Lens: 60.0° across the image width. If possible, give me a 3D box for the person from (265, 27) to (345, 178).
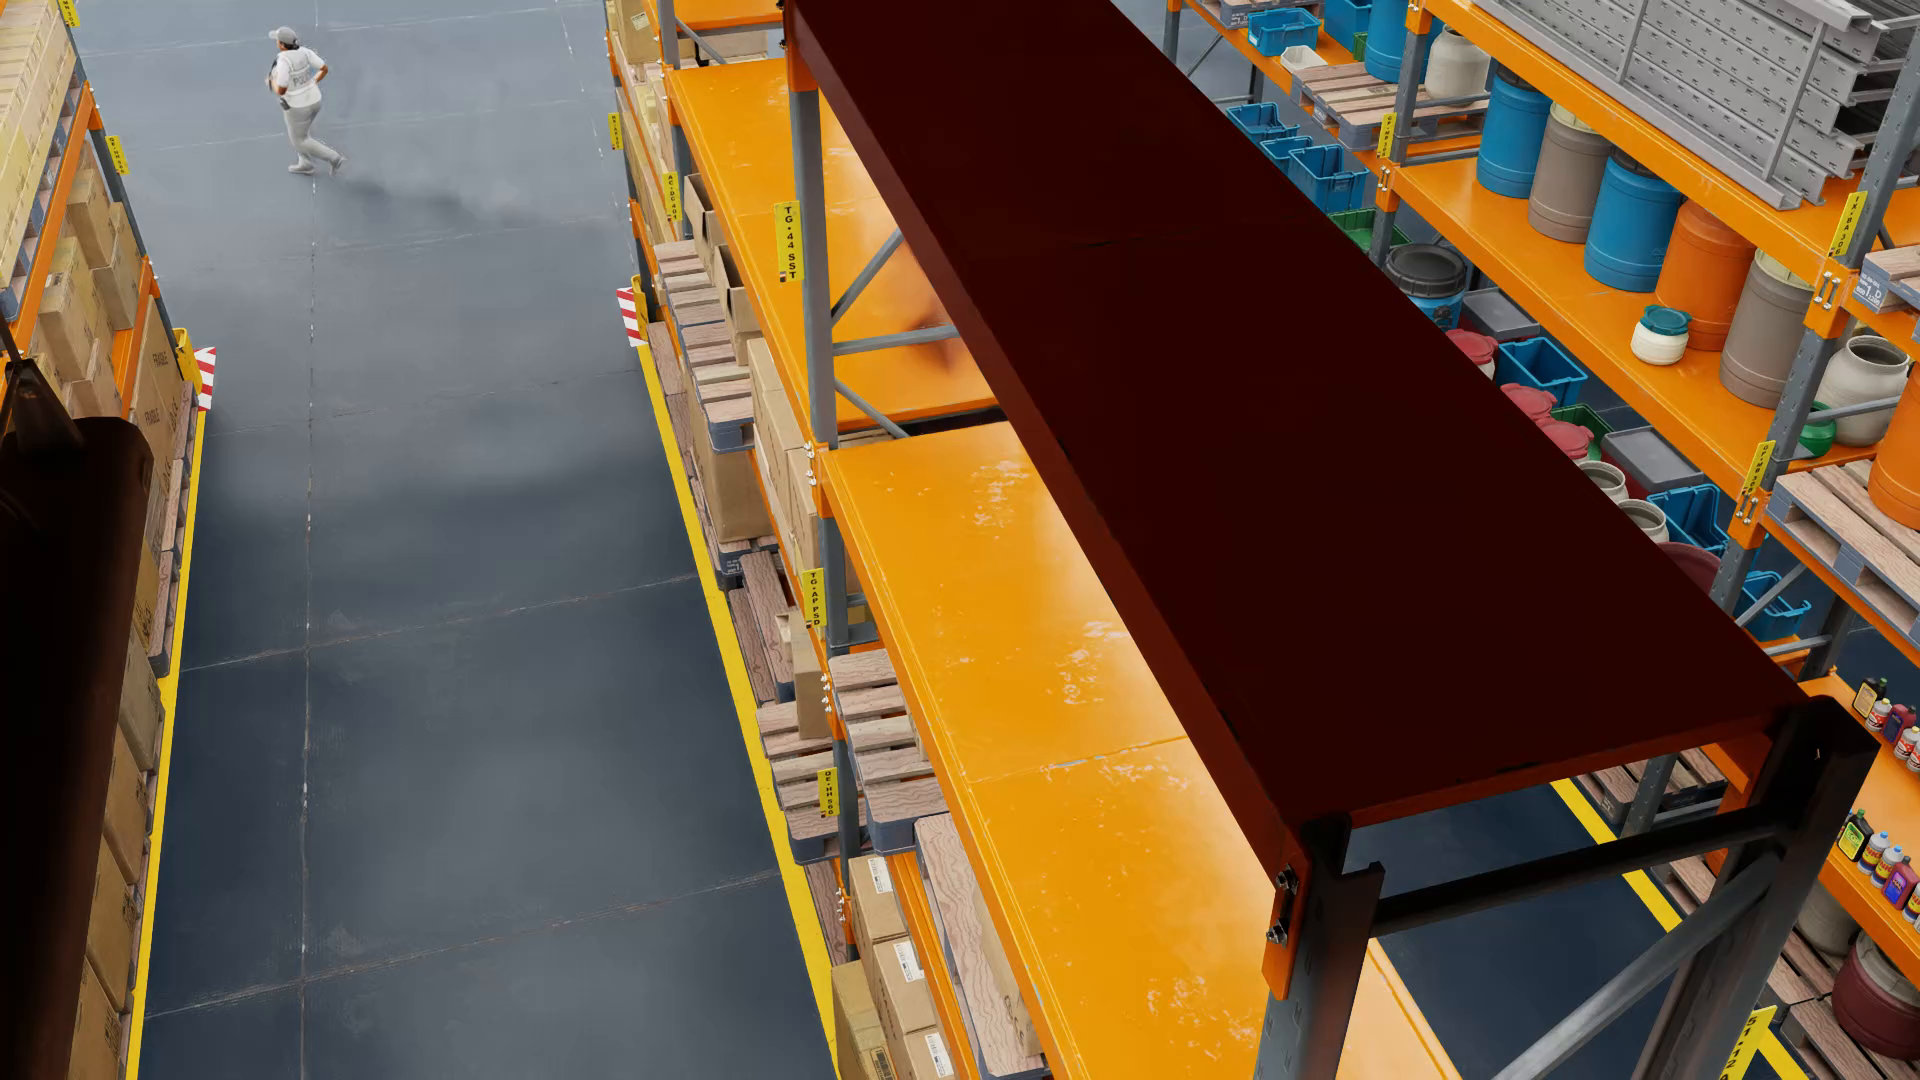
[{"bbox_3d":[-6.788,-4.507,17.192,0.843,1.635,0.620,12,40,14],"label":"person"}]
